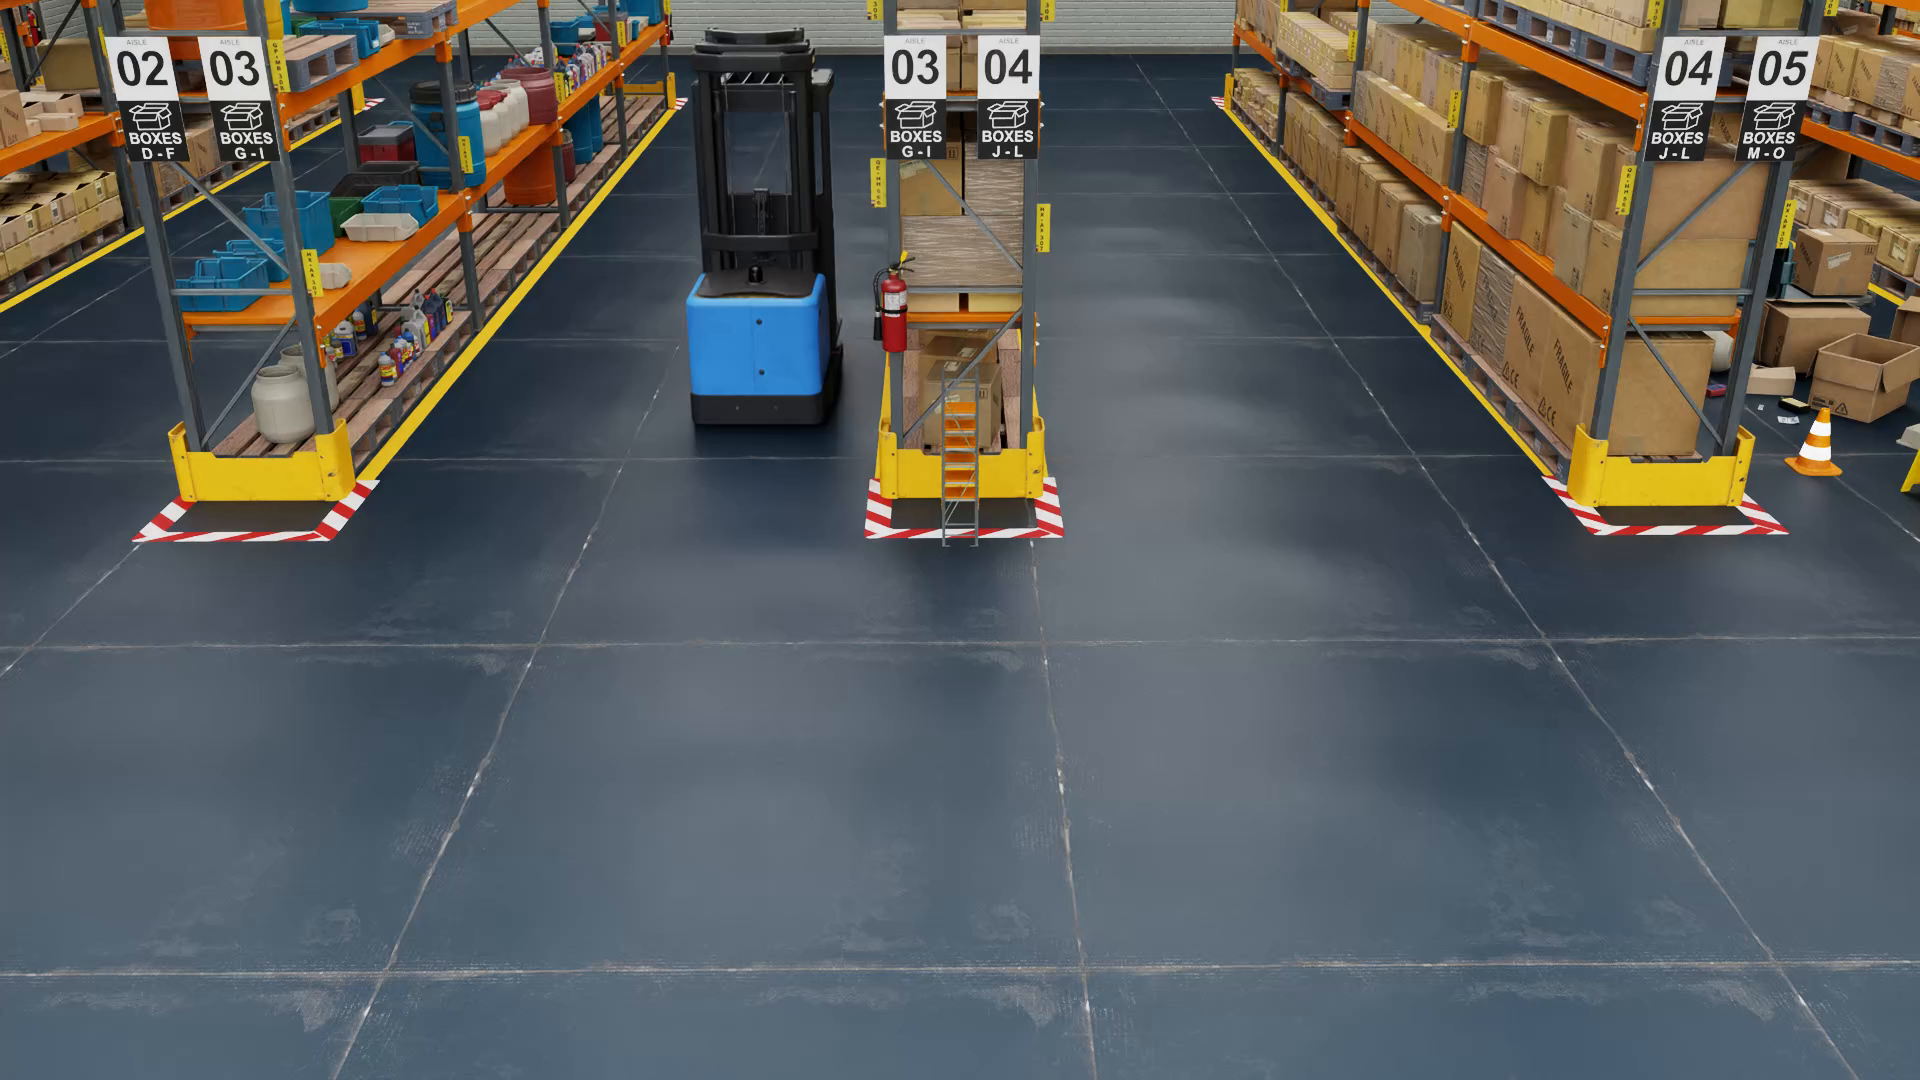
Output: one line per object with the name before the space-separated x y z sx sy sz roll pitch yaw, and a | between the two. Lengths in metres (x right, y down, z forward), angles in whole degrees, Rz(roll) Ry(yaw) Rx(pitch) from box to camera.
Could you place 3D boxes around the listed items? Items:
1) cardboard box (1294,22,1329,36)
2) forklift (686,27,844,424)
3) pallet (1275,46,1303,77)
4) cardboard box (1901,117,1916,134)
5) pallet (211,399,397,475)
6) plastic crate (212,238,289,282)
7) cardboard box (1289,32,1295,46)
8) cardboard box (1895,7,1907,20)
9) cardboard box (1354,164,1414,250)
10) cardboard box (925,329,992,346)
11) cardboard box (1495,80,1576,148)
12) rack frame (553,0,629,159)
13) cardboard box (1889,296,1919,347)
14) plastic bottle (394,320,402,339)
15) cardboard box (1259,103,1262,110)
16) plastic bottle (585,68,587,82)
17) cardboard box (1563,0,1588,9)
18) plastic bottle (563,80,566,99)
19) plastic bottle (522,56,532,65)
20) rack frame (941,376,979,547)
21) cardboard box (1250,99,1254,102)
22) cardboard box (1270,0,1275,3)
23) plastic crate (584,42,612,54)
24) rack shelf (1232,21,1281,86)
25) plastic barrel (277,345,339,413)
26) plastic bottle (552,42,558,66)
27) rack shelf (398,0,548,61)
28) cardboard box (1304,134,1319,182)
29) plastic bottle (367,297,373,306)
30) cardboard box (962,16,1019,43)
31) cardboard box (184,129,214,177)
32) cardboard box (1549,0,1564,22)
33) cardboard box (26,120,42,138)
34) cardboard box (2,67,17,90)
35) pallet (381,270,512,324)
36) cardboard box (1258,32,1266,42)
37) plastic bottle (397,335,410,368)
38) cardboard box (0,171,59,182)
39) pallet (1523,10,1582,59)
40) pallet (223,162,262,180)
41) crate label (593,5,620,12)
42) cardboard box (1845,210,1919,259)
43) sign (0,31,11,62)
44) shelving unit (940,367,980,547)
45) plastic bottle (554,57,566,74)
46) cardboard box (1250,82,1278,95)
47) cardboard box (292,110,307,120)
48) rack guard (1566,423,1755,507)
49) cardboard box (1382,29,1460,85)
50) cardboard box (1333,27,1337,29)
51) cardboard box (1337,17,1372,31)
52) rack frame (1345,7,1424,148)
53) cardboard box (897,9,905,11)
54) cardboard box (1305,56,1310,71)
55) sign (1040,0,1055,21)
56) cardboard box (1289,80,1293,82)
cardboard box | 4.399 -6.385 20.800 0.380 0.149 0.250 0 24 -1
forklift | -1.594 -2.804 13.892 1.130 2.935 3.031 0 24 0
pallet | 4.705 -6.227 21.611 1.003 0.211 1.213 0 24 -1
cardboard box | 9.599 -4.106 16.483 0.380 0.149 0.250 0 24 -1
pallet | -4.992 -0.778 12.714 1.003 0.211 1.213 0 24 -1
plastic crate | -5.247 -2.087 12.405 0.499 0.251 0.408 0 24 -1
cardboard box | 4.398 -6.358 21.102 0.380 0.149 0.250 -1 24 -3
cardboard box | 14.452 -8.037 25.202 0.500 0.250 0.500 0 24 0
cardboard box | 4.815 -3.537 17.650 1.050 0.750 0.750 0 24 0
cardboard box | -0.007 -1.519 13.492 0.500 0.500 0.500 2 24 4
cardboard box | 5.021 -3.516 13.891 0.875 0.550 0.550 0 24 -1
rack frame | -5.072 -6.627 22.263 1.000 3.000 0.127 0 24 -1
cardboard box | 8.529 -1.812 14.647 0.500 0.500 0.500 19 30 35
plastic bottle | -4.792 -1.750 14.241 0.061 0.283 0.133 0 24 -1
cardboard box | 4.575 -6.327 24.189 0.380 0.149 0.250 -1 24 -3
plastic bottle | -4.702 -5.819 20.716 0.097 0.201 0.097 0 24 0
cardboard box | 4.679 -3.970 11.937 0.500 0.250 0.500 0 24 -1
plastic bottle | -4.714 -5.293 19.463 0.152 0.276 0.135 0 24 -1
plastic bottle | -5.435 -5.901 20.808 0.152 0.276 0.135 0 24 -1
rack frame | 0.001 -0.503 10.906 0.240 1.200 0.006 0 24 -1
cardboard box | 4.569 -6.533 25.005 0.380 0.149 0.250 0 24 0
cardboard box | 4.555 -7.672 22.878 0.500 0.500 0.500 -1 24 -2
plastic crate | -4.934 -6.727 22.730 0.396 0.136 0.243 0 24 -1
rack shelf | 4.820 -7.126 24.240 1.077 0.370 4.000 0 24 -1
plastic barrel | -5.030 -1.218 12.812 0.421 0.512 0.421 0 24 0
plastic bottle | -5.391 -6.442 21.912 0.144 0.351 0.185 0 24 -1
rack shelf | -5.006 -5.194 16.327 1.077 0.370 4.000 0 24 -1
cardboard box | 4.593 -4.736 20.605 0.500 0.500 0.500 -1 24 -3
plastic bottle | -5.282 -2.028 14.856 0.061 0.283 0.133 0 24 -1
cardboard box | 0.208 -3.510 11.429 0.380 0.149 0.250 -1 24 -2
cardboard box | -9.723 -4.846 20.824 0.500 0.500 0.500 -1 24 -2
cardboard box | 4.614 -3.938 12.352 0.380 0.149 0.250 0 24 0
cardboard box | -9.911 -4.319 17.463 0.380 0.149 0.250 2 24 3
cardboard box | -14.914 -6.995 25.601 0.700 0.500 0.500 0 24 -1
pallet | -5.032 -2.384 16.264 1.003 0.211 1.213 0 24 -1
cardboard box | 4.516 -7.276 24.003 0.380 0.149 0.250 0 24 0
plastic bottle | -4.654 -1.571 13.860 0.097 0.271 0.097 0 24 0
cardboard box | -10.269 -3.935 18.457 0.500 0.311 0.500 1 24 1
pallet | 4.938 -3.821 12.527 1.003 0.211 1.213 0 24 -1
pallet | -9.978 -5.001 22.051 1.003 0.211 1.213 0 24 -1
crate label | -5.442 -8.123 25.701 0.416 0.233 0.303 0 24 -1
cardboard box | 9.849 -3.190 17.343 0.950 0.372 0.625 1 24 1
sign | -10.524 -5.443 18.337 0.100 0.325 0.005 0 24 -1
shelving unit | 0.000 -0.541 10.989 0.258 1.200 0.189 0 24 -1
plastic bottle | -4.873 -5.717 20.311 0.144 0.351 0.185 0 24 -1
cardboard box | 4.498 -6.682 24.613 0.380 0.149 0.250 0 24 0
cardboard box | -10.050 -6.444 24.353 0.797 0.503 0.637 0 24 -1
rack guard | 4.973 -0.537 11.830 1.175 0.500 0.348 0 24 -1
cardboard box | 4.887 -5.090 17.529 0.700 0.500 0.500 -1 24 -1
cardboard box | 5.048 -6.571 21.573 0.380 0.149 0.250 0 24 0
cardboard box | 5.046 -6.596 21.268 0.380 0.149 0.250 -1 24 -2
rack frame | 4.886 -4.982 18.625 1.000 3.000 0.127 0 24 -1
cardboard box | -0.310 -3.834 12.145 0.380 0.149 0.250 -1 24 -3
cardboard box | 4.412 -5.788 20.204 0.380 0.149 0.250 0 24 1
sign | 0.555 -3.472 10.586 0.100 0.325 0.005 0 24 -1
cardboard box | 5.131 -6.797 24.867 0.380 0.149 0.250 1 24 1
